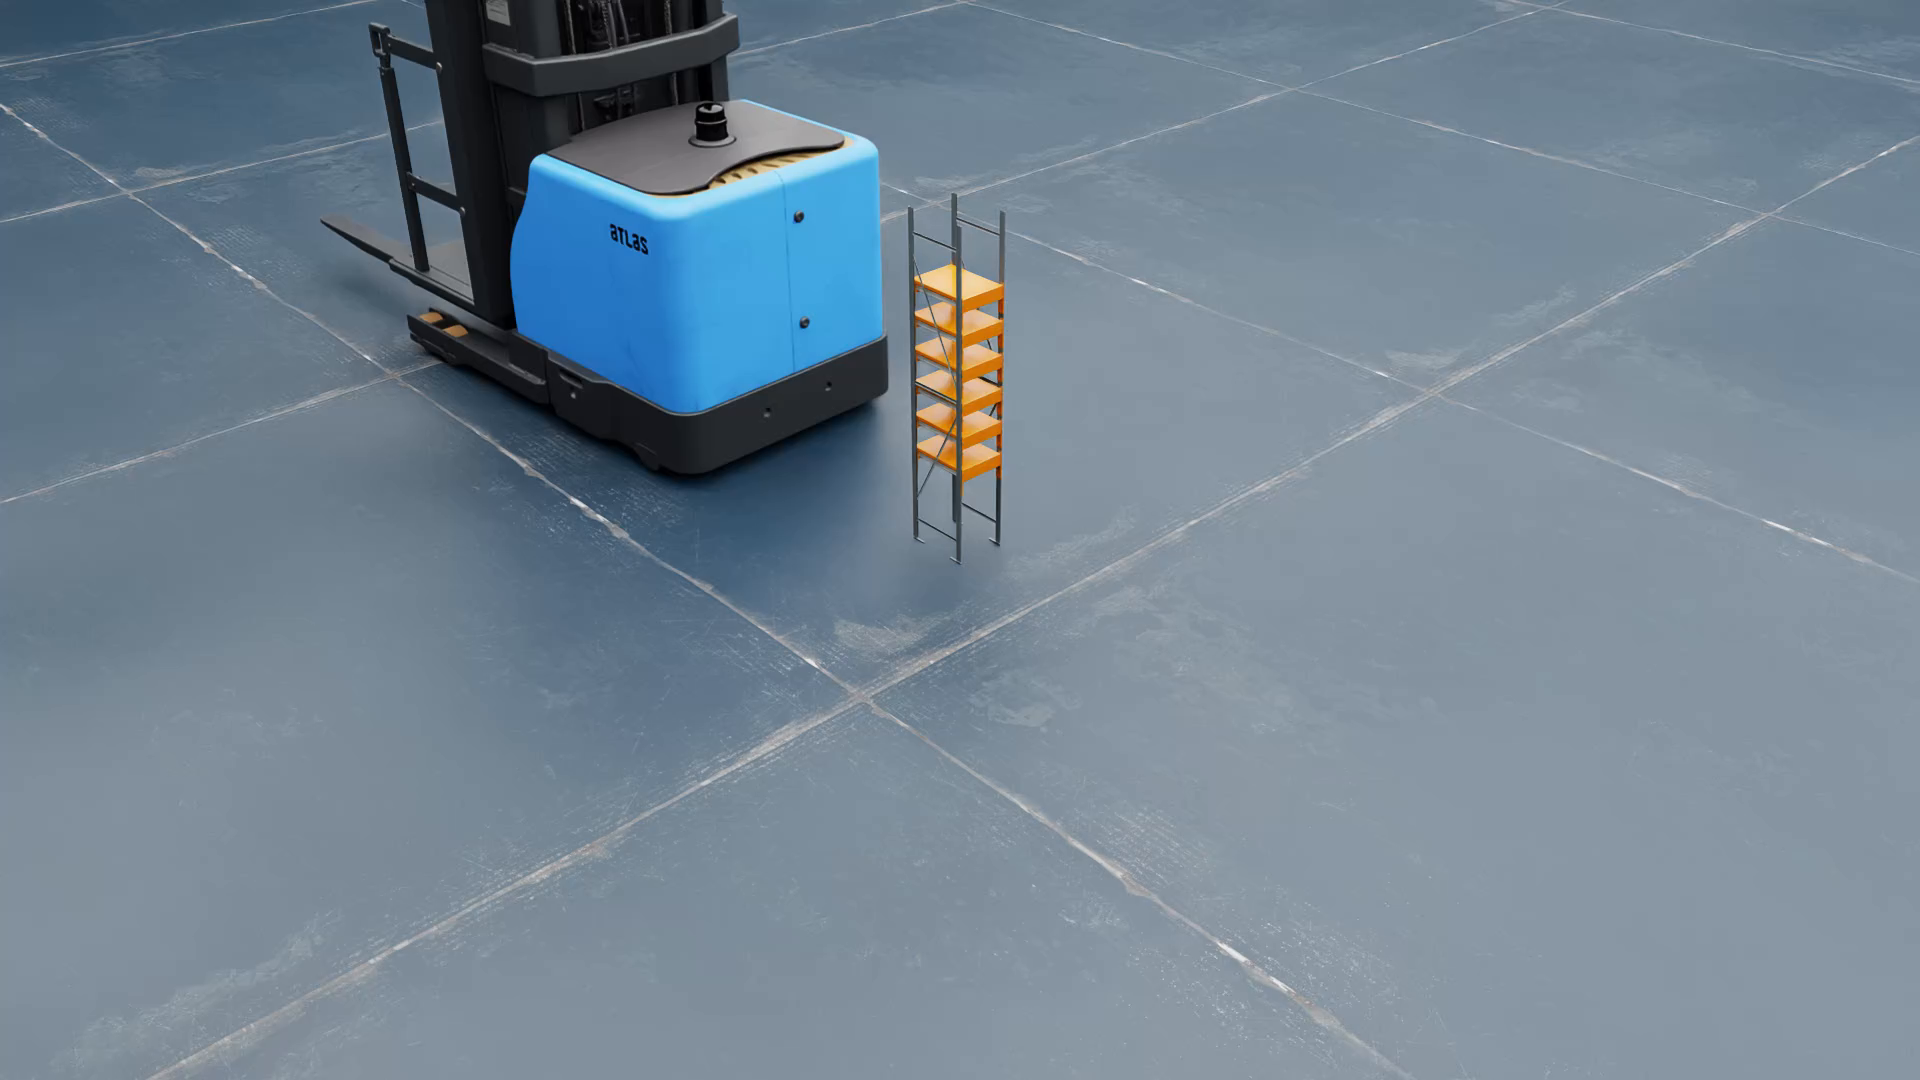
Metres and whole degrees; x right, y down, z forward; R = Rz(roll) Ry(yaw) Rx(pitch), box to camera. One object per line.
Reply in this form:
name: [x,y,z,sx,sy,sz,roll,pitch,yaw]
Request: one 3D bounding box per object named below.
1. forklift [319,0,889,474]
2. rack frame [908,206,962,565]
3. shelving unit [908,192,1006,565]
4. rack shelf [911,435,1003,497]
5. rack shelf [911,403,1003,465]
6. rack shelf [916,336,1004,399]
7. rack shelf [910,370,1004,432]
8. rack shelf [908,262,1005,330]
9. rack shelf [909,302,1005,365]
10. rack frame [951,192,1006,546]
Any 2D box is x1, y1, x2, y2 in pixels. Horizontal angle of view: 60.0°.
forklift: [-1.690,-2.150,6.456,3.031,2.935,1.130,27,40,37]
rack frame: [-0.078,-0.474,5.376,0.006,1.200,0.240,-26,40,-35]
shelving unit: [-0.011,-0.507,5.429,0.189,1.200,0.258,-26,40,-35]
rack shelf: [-0.011,-0.264,5.577,0.180,0.103,0.258,-26,40,-35]
rack shelf: [-0.011,-0.366,5.514,0.180,0.103,0.258,-26,40,-35]
rack shelf: [-0.011,-0.571,5.389,0.180,0.103,0.258,-26,40,-35]
rack shelf: [-0.011,-0.469,5.452,0.180,0.103,0.258,-26,40,-35]
rack shelf: [-0.011,-0.776,5.264,0.180,0.103,0.258,-26,40,-35]
rack shelf: [-0.011,-0.674,5.327,0.180,0.103,0.258,-26,40,-35]
rack frame: [0.056,-0.539,5.482,0.006,1.200,0.240,-26,40,-35]
